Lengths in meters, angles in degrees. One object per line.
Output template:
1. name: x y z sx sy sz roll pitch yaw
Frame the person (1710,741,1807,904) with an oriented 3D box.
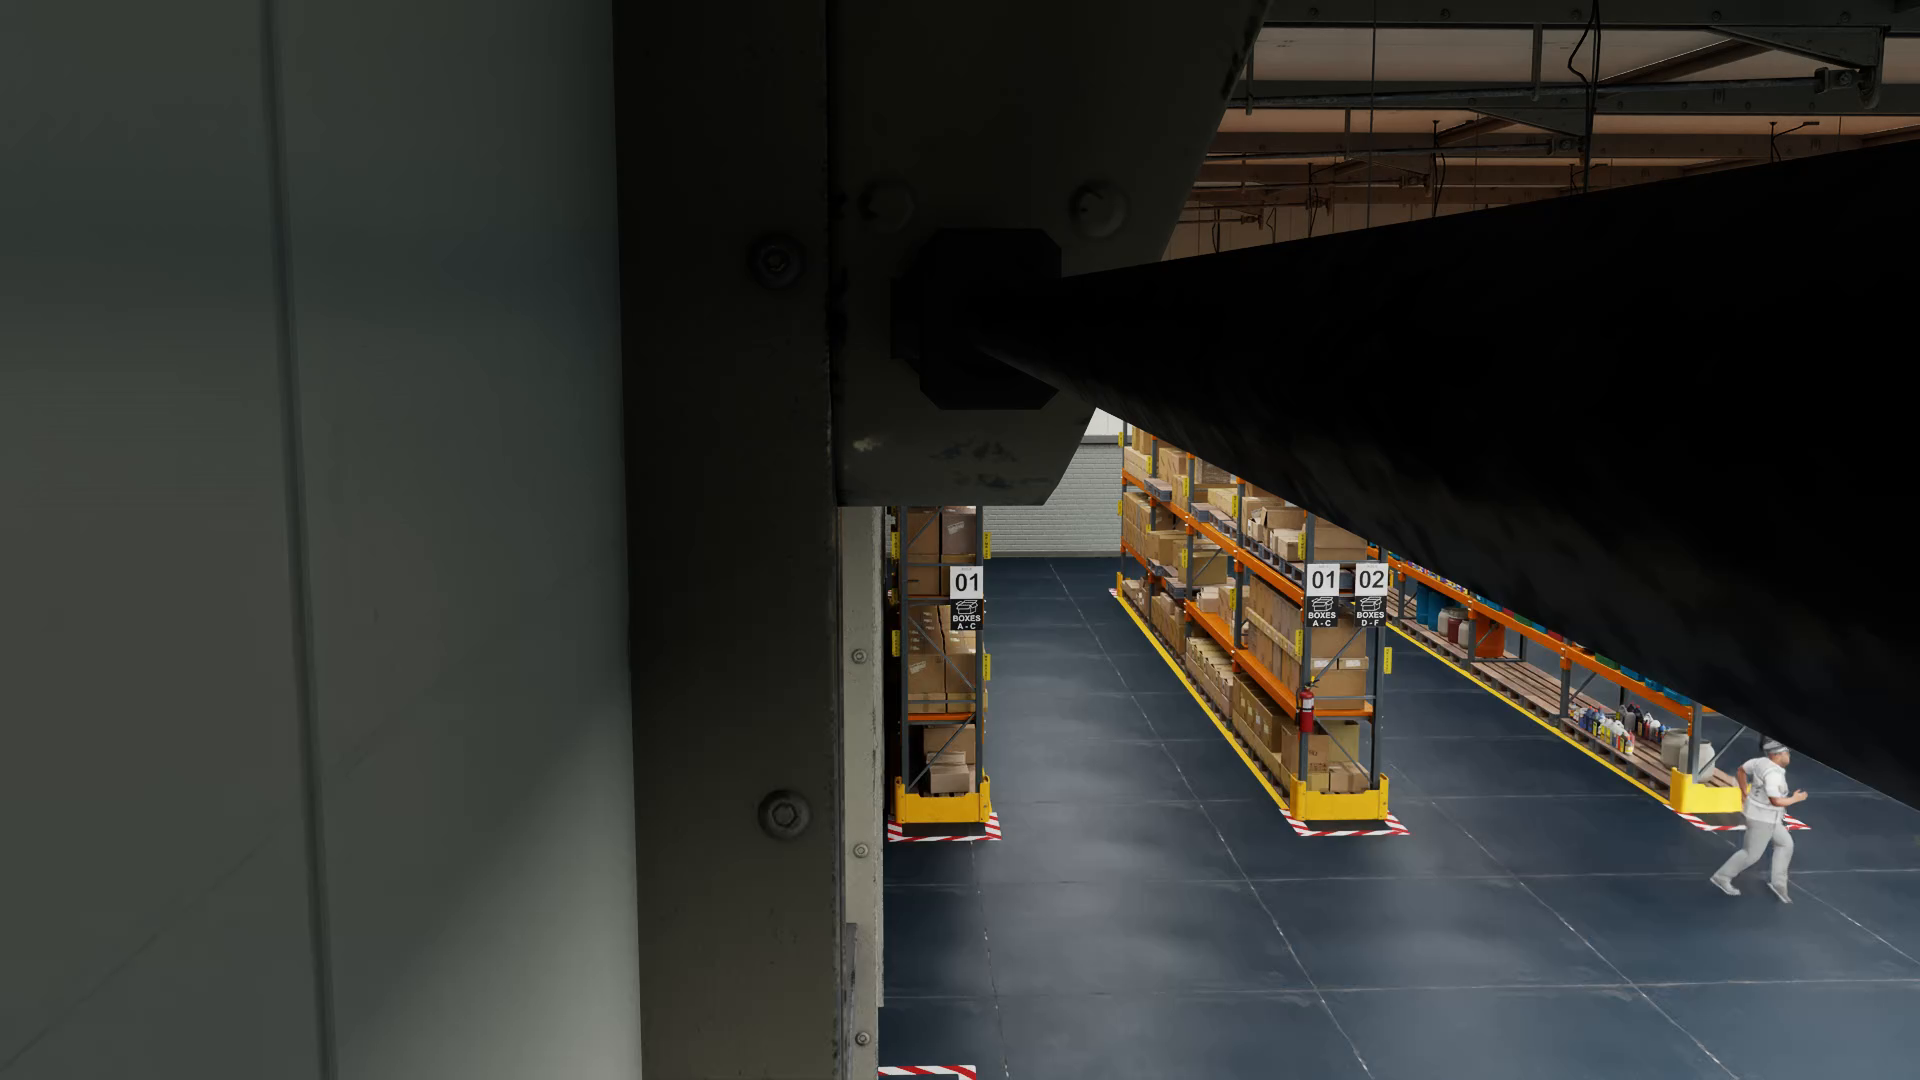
1. person: 8.514 2.996 17.723 0.882 1.835 0.687 2 8 17
